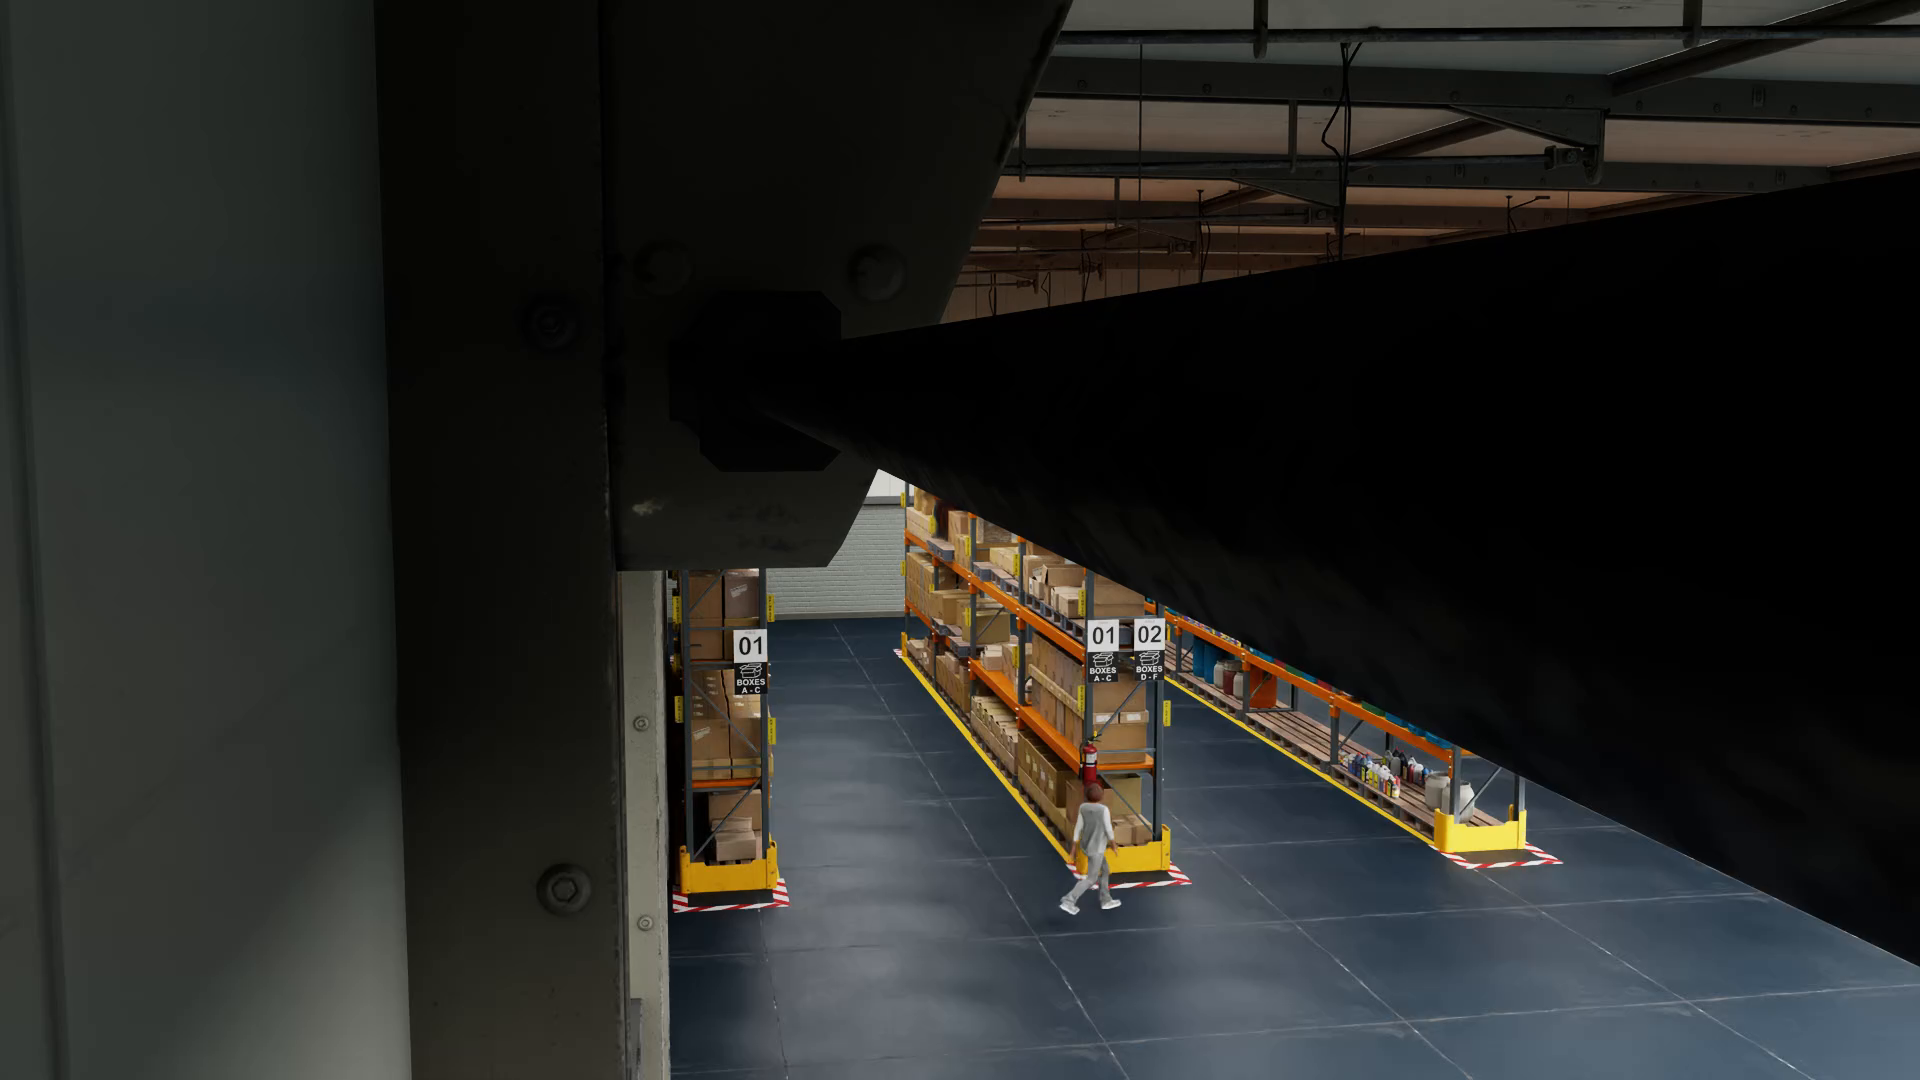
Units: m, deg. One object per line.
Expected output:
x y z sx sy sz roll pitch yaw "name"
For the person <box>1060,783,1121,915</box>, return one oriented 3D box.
1.527 3.563 19.207 0.891 1.543 0.399 -3 6 -24 "person"
